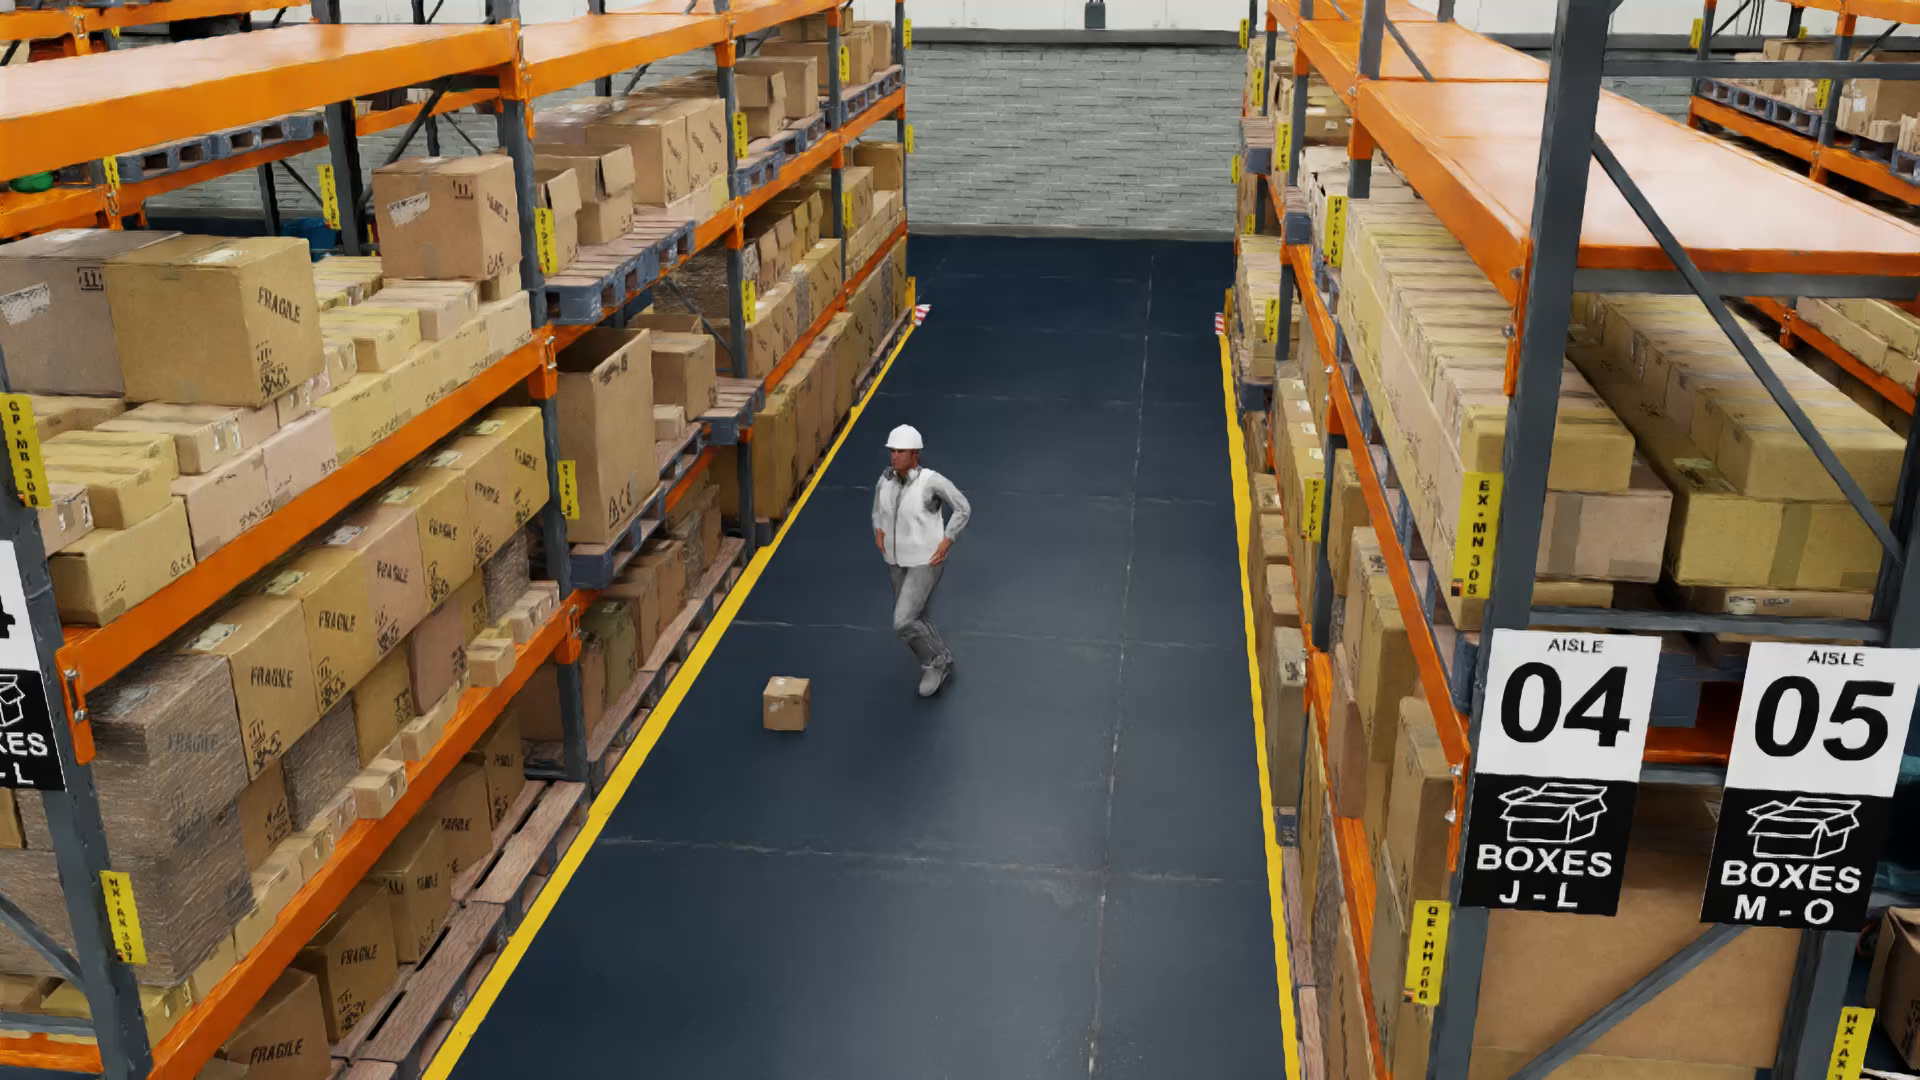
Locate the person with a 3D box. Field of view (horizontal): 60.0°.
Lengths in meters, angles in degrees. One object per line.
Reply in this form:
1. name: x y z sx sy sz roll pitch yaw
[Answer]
1. person: -0.339 0.118 10.794 0.658 1.740 0.585 18 27 38
